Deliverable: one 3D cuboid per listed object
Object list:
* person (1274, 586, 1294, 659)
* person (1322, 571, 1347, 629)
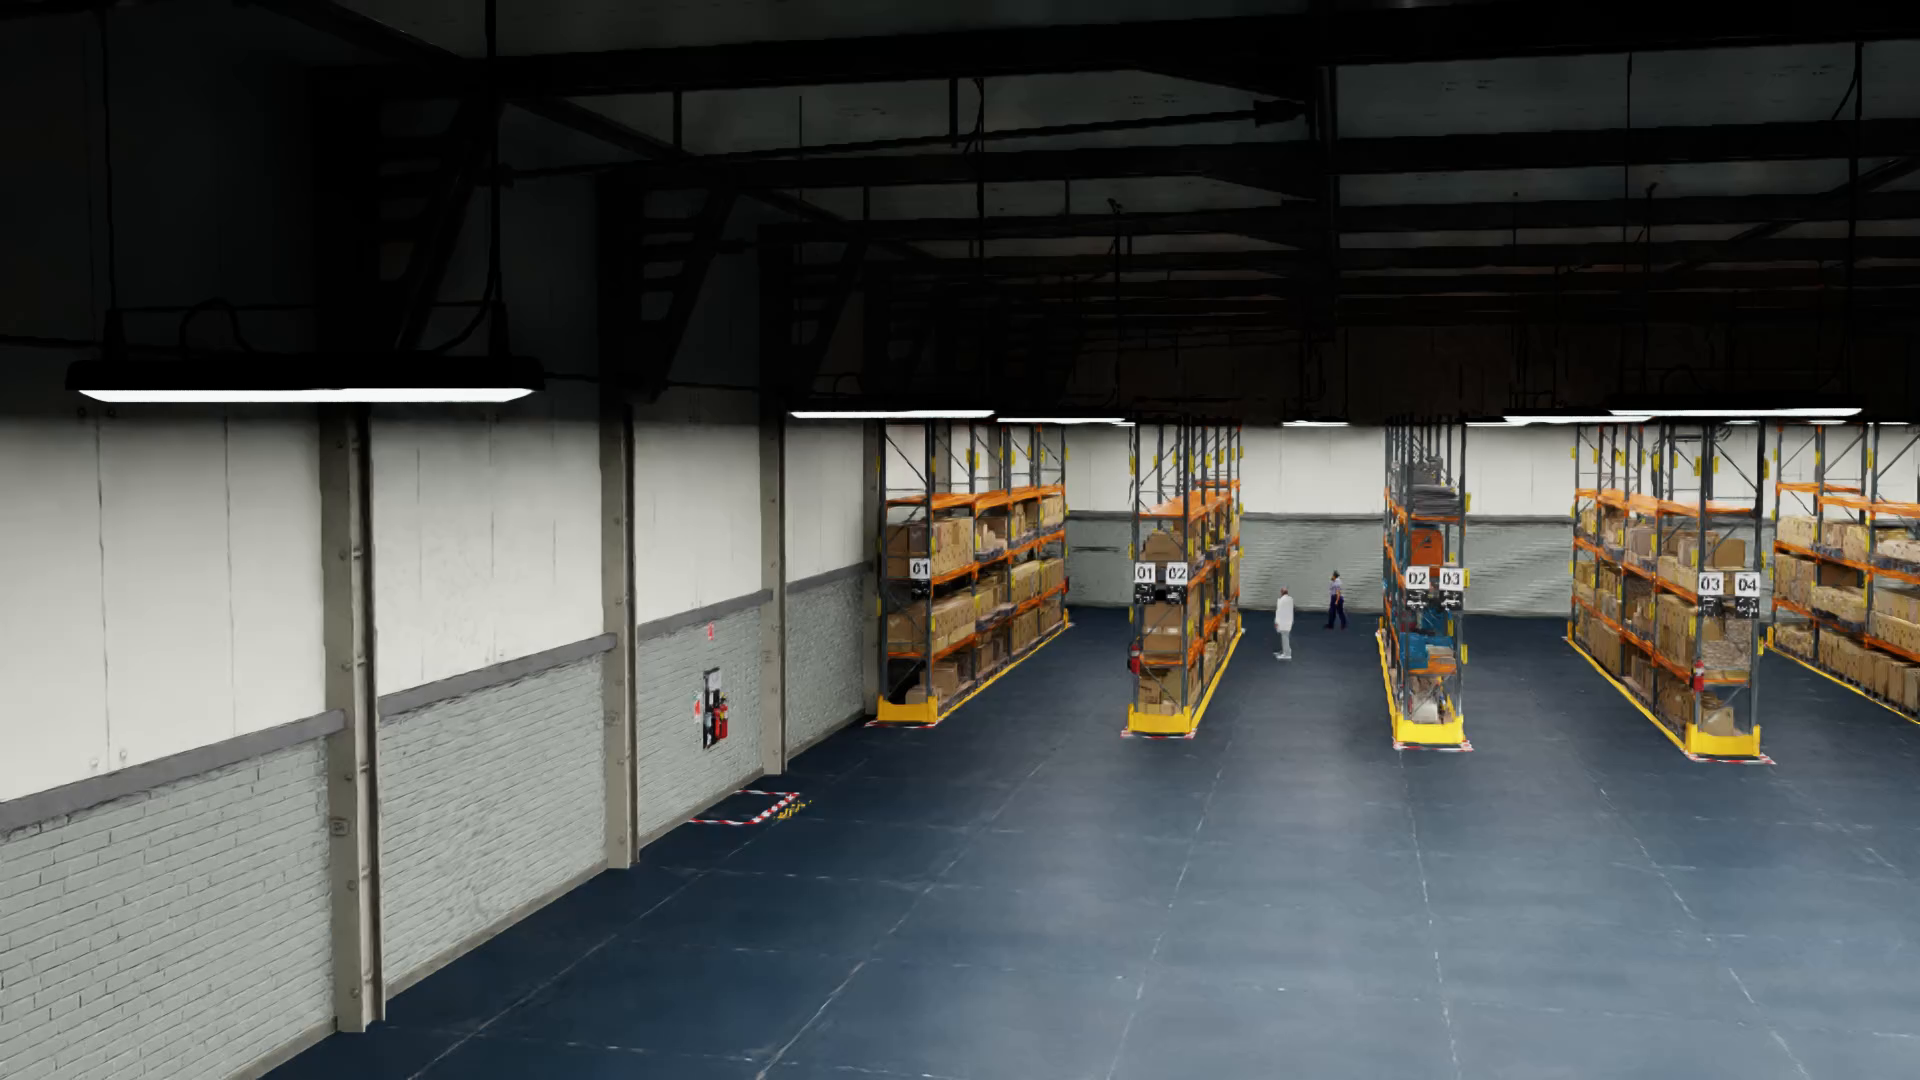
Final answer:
[{"bbox_3d":[8.005,2.030,41.215,0.629,1.773,0.678,4,5,43],"label":"person"},{"bbox_3d":[10.683,1.701,47.340,0.601,1.634,0.618,0,4,-3],"label":"person"}]
